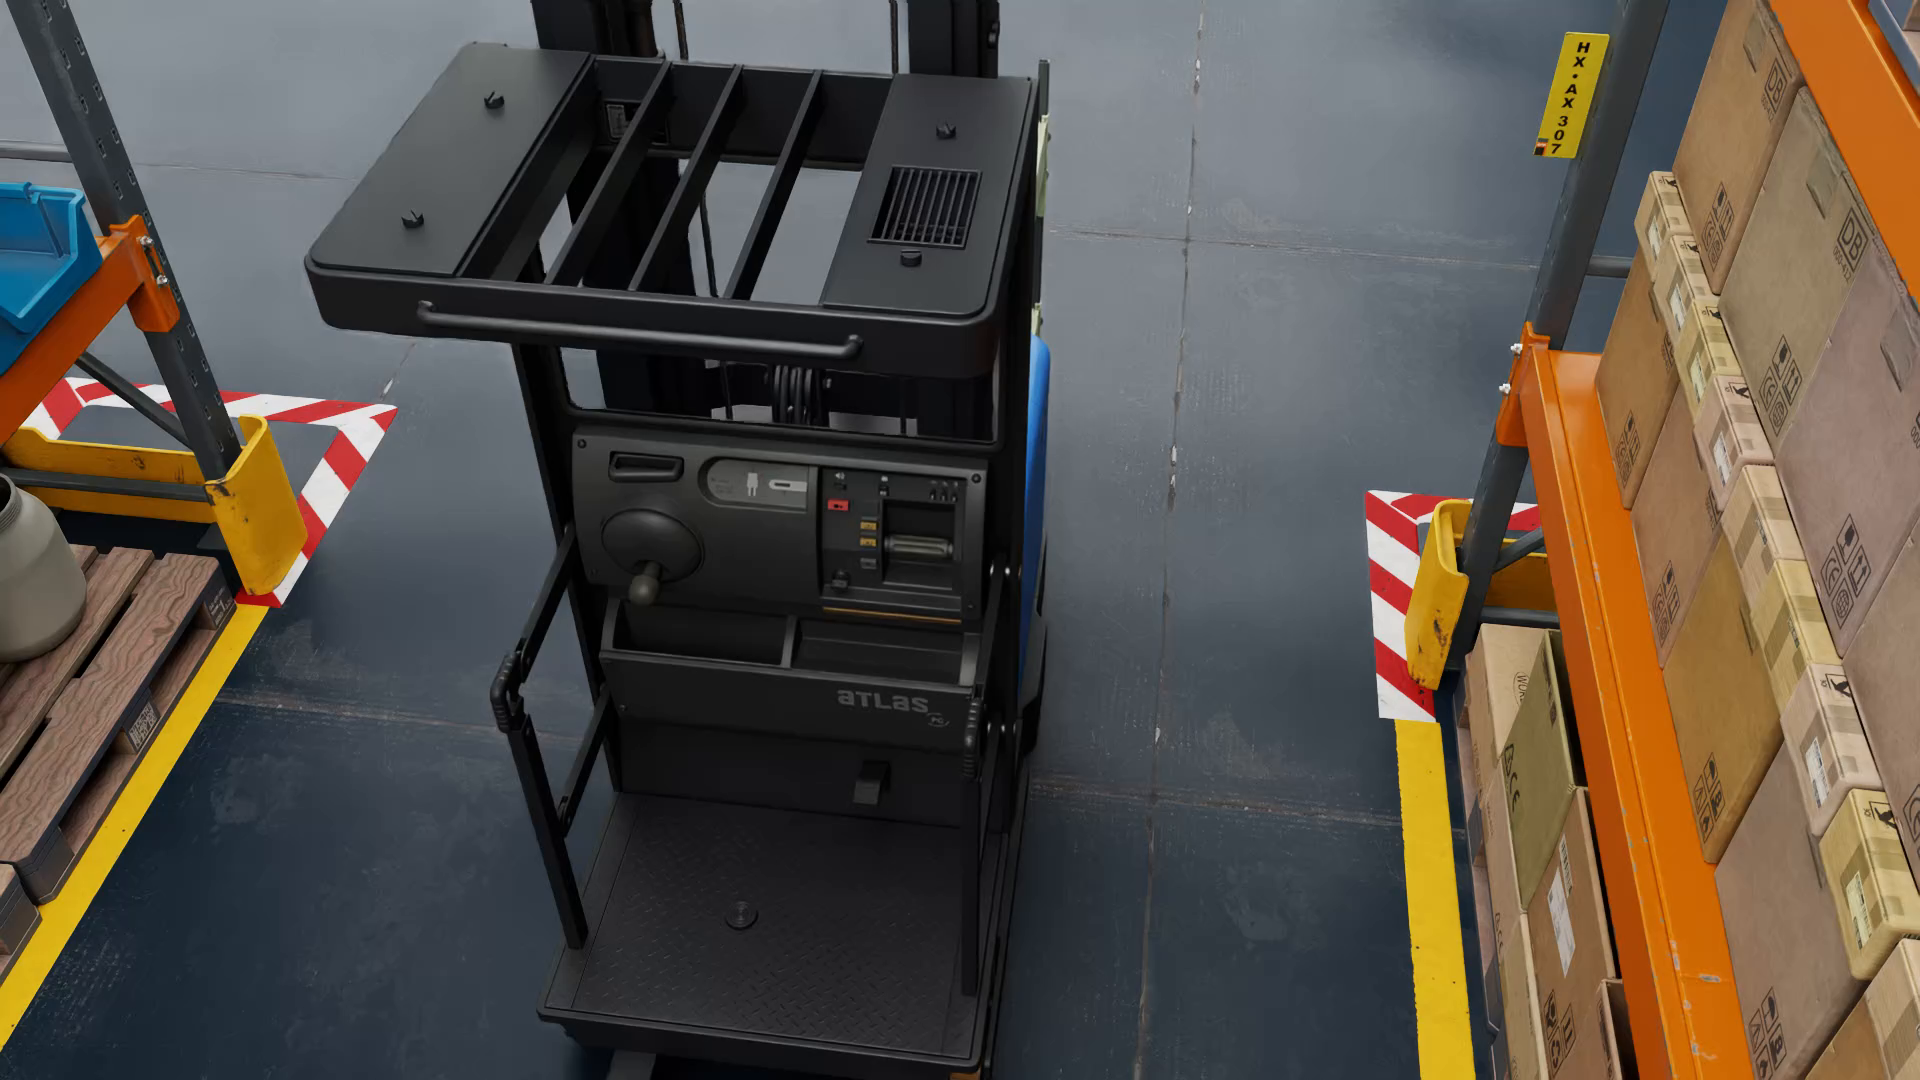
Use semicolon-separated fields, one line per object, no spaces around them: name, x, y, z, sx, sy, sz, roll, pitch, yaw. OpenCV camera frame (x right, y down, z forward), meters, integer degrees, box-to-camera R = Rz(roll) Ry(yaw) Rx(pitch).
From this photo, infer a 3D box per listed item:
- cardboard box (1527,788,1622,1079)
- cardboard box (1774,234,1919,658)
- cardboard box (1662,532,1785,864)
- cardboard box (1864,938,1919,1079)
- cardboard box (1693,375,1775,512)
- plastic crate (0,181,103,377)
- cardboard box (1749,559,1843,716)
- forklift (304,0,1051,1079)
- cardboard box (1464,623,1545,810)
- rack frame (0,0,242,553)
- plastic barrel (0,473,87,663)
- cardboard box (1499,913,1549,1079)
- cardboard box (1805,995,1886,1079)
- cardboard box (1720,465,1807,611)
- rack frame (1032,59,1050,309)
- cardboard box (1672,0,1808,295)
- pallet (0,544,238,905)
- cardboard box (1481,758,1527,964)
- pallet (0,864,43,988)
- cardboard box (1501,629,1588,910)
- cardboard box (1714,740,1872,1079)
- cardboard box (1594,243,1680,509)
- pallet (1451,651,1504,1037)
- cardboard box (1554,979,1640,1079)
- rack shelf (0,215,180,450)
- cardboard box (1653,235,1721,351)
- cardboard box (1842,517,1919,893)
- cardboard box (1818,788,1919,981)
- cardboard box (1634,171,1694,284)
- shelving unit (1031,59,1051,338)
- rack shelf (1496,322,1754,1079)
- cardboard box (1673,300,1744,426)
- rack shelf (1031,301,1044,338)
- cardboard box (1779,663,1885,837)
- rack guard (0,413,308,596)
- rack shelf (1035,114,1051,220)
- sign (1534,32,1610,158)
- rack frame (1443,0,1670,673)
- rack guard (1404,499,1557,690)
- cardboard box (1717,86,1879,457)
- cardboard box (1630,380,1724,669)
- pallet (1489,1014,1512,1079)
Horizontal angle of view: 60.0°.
cardboard box;1.613;0.931;3.734;0.500;0.500;0.500;5;44;6
cardboard box;1.810;-0.123;2.682;0.700;0.500;0.500;5;44;6
cardboard box;1.811;0.306;3.173;0.700;0.500;0.500;6;44;6
cardboard box;1.486;0.713;2.271;0.380;0.149;0.250;6;44;7
cardboard box;1.654;-0.173;3.207;0.380;0.149;0.250;5;44;5
plastic crate;-2.657;-0.701;4.417;0.499;0.251;0.616;5;44;6
cardboard box;1.588;0.183;2.831;0.380;0.149;0.250;5;44;5
forklift;-0.431;0.064;3.550;1.130;2.935;3.031;5;44;6
cardboard box;1.730;0.520;4.713;0.500;0.250;0.500;5;44;6
rack frame;-2.888;-1.124;4.755;1.000;3.000;0.127;5;44;6
plastic barrel;-2.899;0.083;4.985;0.421;0.512;0.421;0;43;0
cardboard box;1.601;1.202;3.993;0.500;0.250;0.500;5;44;6
cardboard box;1.679;1.014;2.425;0.700;0.500;0.500;6;44;6
cardboard box;1.621;0.009;3.015;0.380;0.149;0.250;4;44;4
rack frame;0.079;-0.949;5.662;0.400;1.500;0.023;5;44;6
cardboard box;1.940;-0.825;3.424;0.700;0.500;0.500;5;44;6
pallet;-2.964;0.498;5.070;1.003;0.211;1.213;5;44;6
cardboard box;1.668;0.861;4.353;0.500;0.250;0.500;5;44;6
pallet;-3.128;1.327;4.195;1.003;0.211;1.213;5;44;6
cardboard box;1.666;0.589;4.095;0.500;0.500;0.500;5;44;6
cardboard box;1.745;0.665;2.793;0.700;0.500;0.500;6;44;7
cardboard box;1.947;-0.390;3.908;0.700;0.500;0.500;5;44;6
pallet;1.962;0.867;4.681;1.003;0.211;1.213;5;44;6
cardboard box;1.529;1.270;3.376;0.500;0.500;0.500;5;44;6
rack shelf;-3.152;0.501;3.563;1.077;0.370;4.000;5;44;6
cardboard box;1.724;-0.515;3.568;0.380;0.149;0.250;4;44;4
cardboard box;1.744;0.219;2.321;0.700;0.500;0.500;5;44;6
cardboard box;1.518;0.532;2.462;0.380;0.149;0.250;7;44;7
cardboard box;1.756;-0.695;3.758;0.380;0.149;0.250;5;44;5
shelving unit;0.030;-0.700;5.398;0.431;1.500;0.755;5;44;6
rack shelf;1.757;0.953;3.085;1.077;0.370;4.000;5;44;6
cardboard box;1.690;-0.345;3.388;0.380;0.149;0.250;5;44;6
rack shelf;0.030;-0.463;5.623;0.431;0.370;0.720;5;44;6
cardboard box;1.552;0.353;2.652;0.380;0.149;0.250;6;44;6
rack guard;-2.851;-0.160;5.555;1.175;0.500;0.348;5;44;6
rack shelf;0.030;-0.983;5.130;0.431;0.370;0.720;5;44;6
sign;1.472;-1.069;4.010;0.100;0.325;0.005;5;44;6
rack frame;2.022;-0.671;4.277;1.000;3.000;0.127;5;44;6
rack guard;2.025;0.220;5.154;1.175;0.500;0.348;5;44;6
cardboard box;1.876;-0.466;3.045;0.700;0.500;0.500;4;44;4
cardboard box;1.883;-0.032;3.529;0.700;0.500;0.500;6;44;7
pallet;1.798;1.696;3.806;1.003;0.211;1.213;5;44;6
